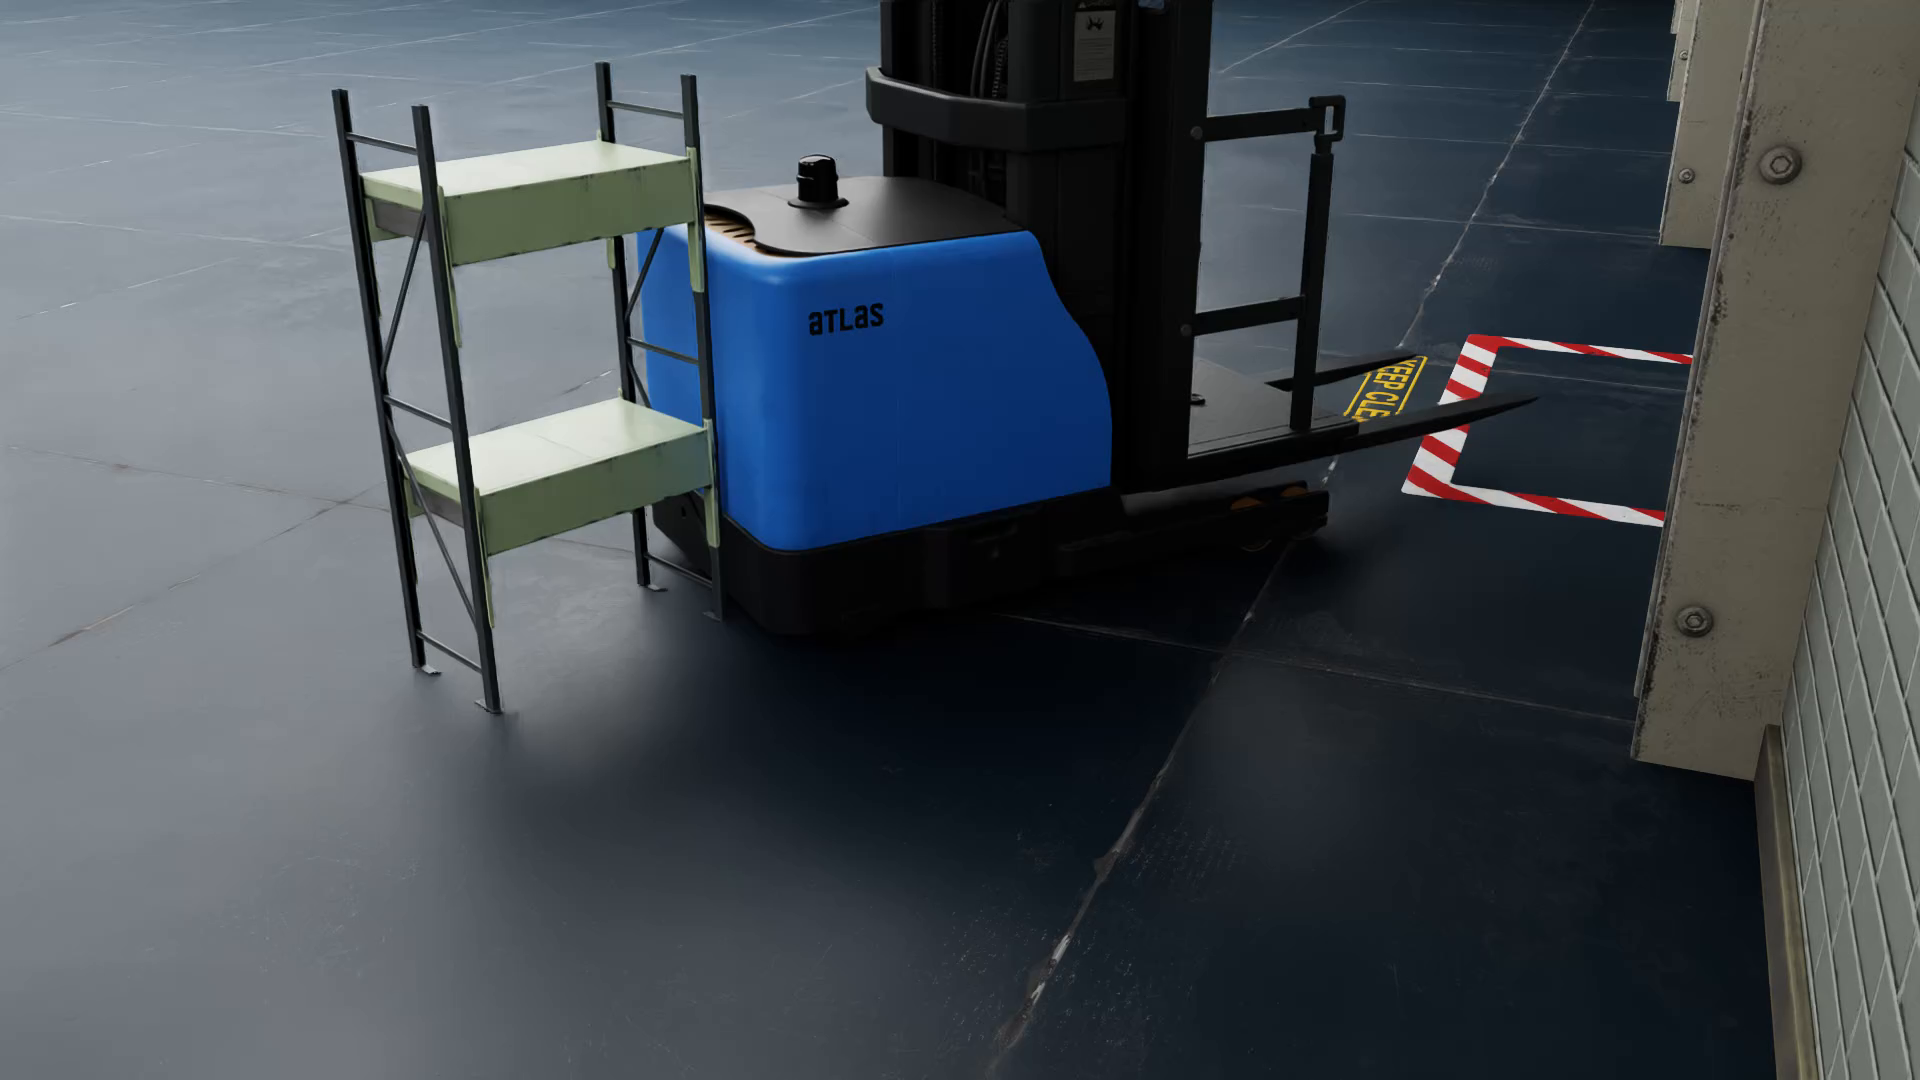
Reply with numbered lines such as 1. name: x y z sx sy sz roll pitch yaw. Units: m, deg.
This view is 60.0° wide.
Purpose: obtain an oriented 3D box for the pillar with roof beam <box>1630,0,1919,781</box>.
1. pillar with roof beam: -2.170 -4.292 3.850 9.100 9.000 0.400 9 24 20

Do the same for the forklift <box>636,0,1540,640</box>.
1. forklift: 0.576 -1.479 4.988 3.031 2.935 1.130 -12 26 -27

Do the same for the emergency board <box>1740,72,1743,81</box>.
1. emergency board: 2.780 -1.786 5.635 0.194 1.169 0.643 9 24 20

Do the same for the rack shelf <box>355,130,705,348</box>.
1. rack shelf: -1.058 -0.768 4.130 0.431 0.370 0.720 20 30 40

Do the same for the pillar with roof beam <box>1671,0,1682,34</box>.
1. pillar with roof beam: 4.516 -10.733 19.271 9.100 9.000 0.400 9 24 20

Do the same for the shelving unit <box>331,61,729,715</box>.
1. shelving unit: -1.058 -0.408 4.280 0.431 1.500 0.755 20 30 40

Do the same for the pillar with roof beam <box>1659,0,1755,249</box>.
1. pillar with roof beam: 0.059 -6.439 8.990 9.100 9.000 0.400 9 24 20

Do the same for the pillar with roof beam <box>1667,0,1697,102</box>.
1. pillar with roof beam: 2.287 -8.586 14.131 9.100 9.000 0.400 9 24 20

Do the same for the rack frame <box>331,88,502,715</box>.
1. rack frame: -1.311 -0.306 4.036 0.400 1.500 0.023 20 30 40

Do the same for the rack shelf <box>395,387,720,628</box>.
1. rack shelf: -1.058 -0.107 4.406 0.431 0.370 0.720 20 30 40

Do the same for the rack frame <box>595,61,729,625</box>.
1. rack frame: -0.805 -0.510 4.524 0.400 1.500 0.023 20 30 40
